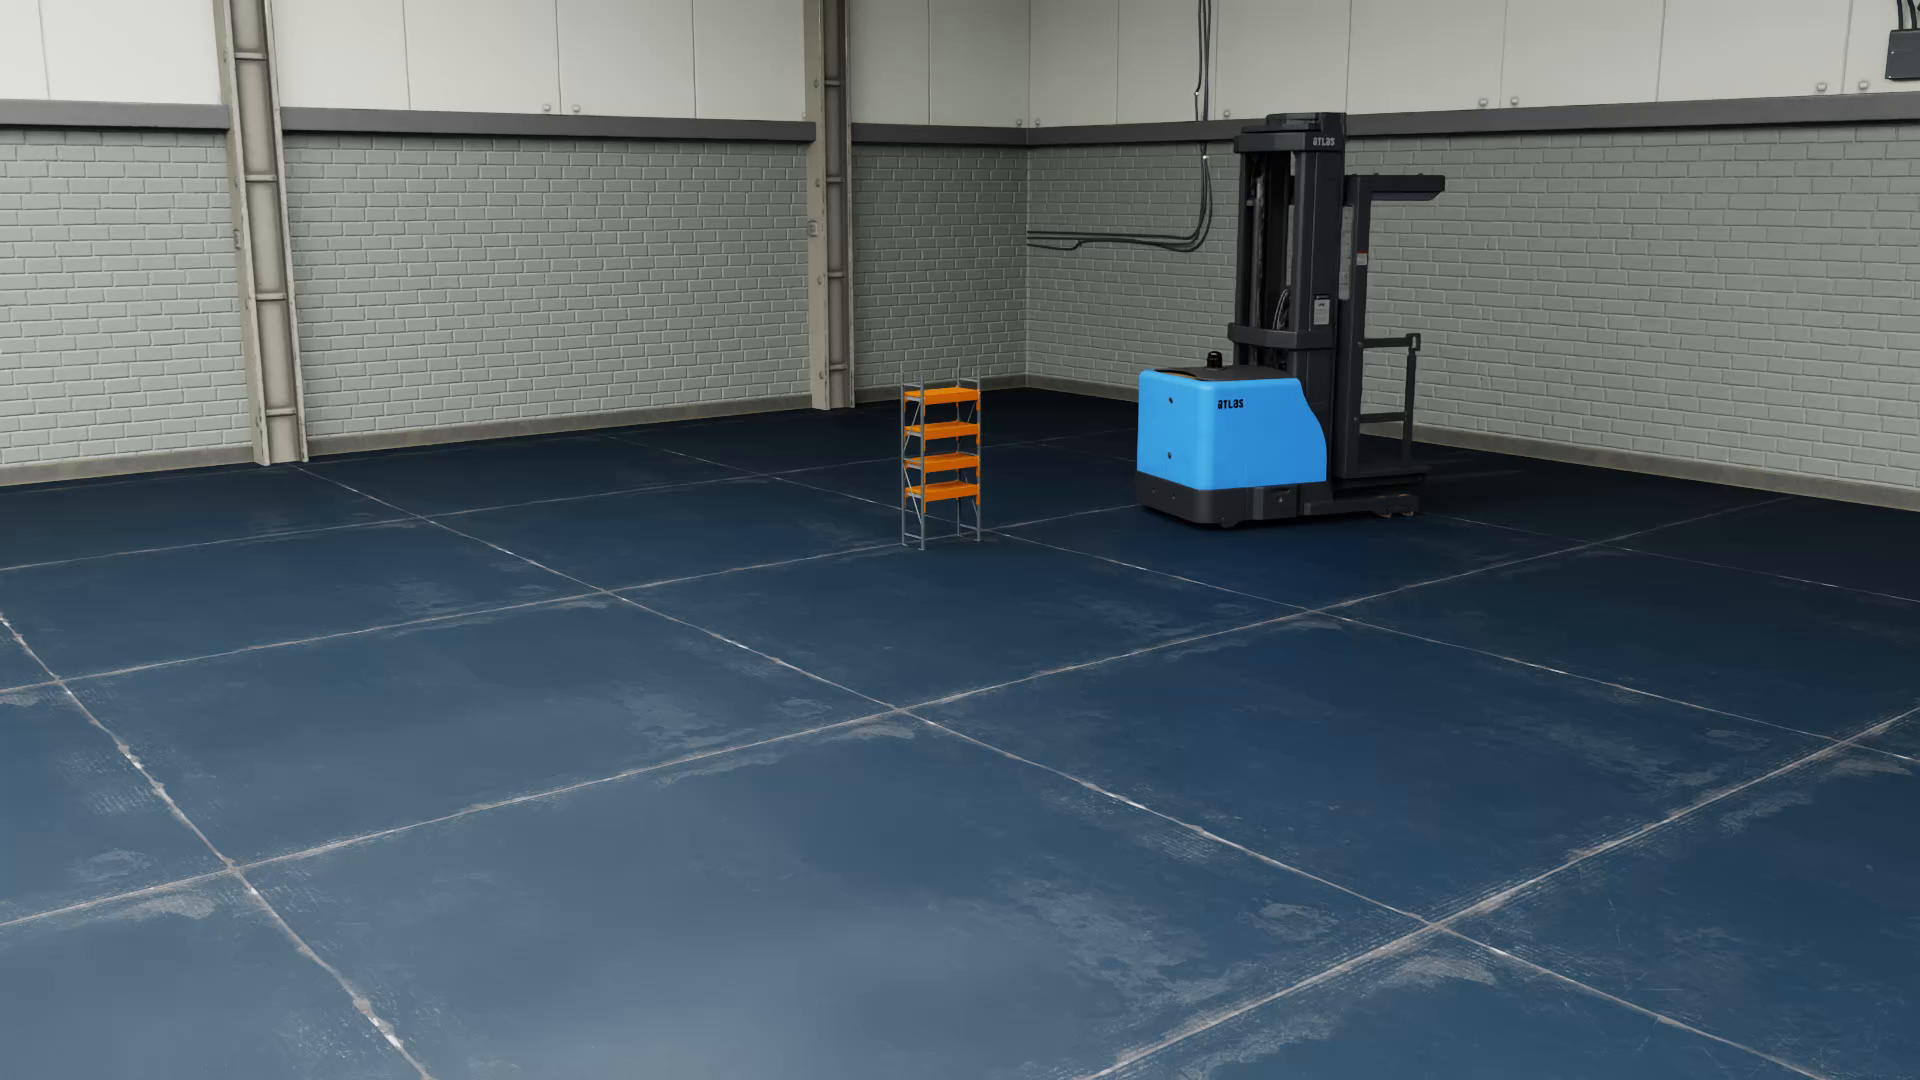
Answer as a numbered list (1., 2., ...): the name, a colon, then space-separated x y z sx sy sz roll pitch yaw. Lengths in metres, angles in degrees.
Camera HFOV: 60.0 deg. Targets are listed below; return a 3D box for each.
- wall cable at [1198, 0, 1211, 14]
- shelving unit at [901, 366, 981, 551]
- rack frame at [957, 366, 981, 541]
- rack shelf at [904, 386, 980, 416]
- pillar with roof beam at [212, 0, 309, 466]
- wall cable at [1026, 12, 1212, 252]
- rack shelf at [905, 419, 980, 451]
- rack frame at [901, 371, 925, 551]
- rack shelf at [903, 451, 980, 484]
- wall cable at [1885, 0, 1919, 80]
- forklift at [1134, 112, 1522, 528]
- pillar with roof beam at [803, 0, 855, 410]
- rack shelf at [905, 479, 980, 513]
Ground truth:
1. wall cable: 3.392 -6.570 16.223 0.112 2.526 3.097 -9 15 -38
2. shelving unit: -0.129 -0.565 11.403 0.503 1.200 0.258 -9 15 -38
3. rack frame: 0.061 -0.597 11.552 0.015 1.200 0.240 -9 15 -38
4. rack shelf: -0.129 -0.950 11.321 0.480 0.148 0.258 -9 15 -38
5. pillar with roof beam: -3.420 -4.413 10.746 0.400 9.000 9.100 -9 15 -38
6. wall cable: 1.702 -4.539 18.814 0.112 2.526 3.097 -9 15 -38
7. rack shelf: -0.129 -0.718 11.371 0.480 0.148 0.258 -9 15 -38
8. rack frame: -0.320 -0.534 11.254 0.015 1.200 0.240 -9 15 -38
9. rack shelf: -0.129 -0.500 11.417 0.480 0.148 0.258 -9 15 -38
10. wall cable: 7.621 -6.179 10.877 0.169 6.003 2.305 -9 15 -38
11. forklift: 2.898 -1.693 12.546 3.031 2.935 1.130 -5 13 -22
12. pillar with roof beam: 1.265 -5.191 14.413 0.400 9.000 9.100 -9 15 -38
13. rack shelf: -0.129 -0.305 11.458 0.480 0.148 0.258 -9 15 -38
